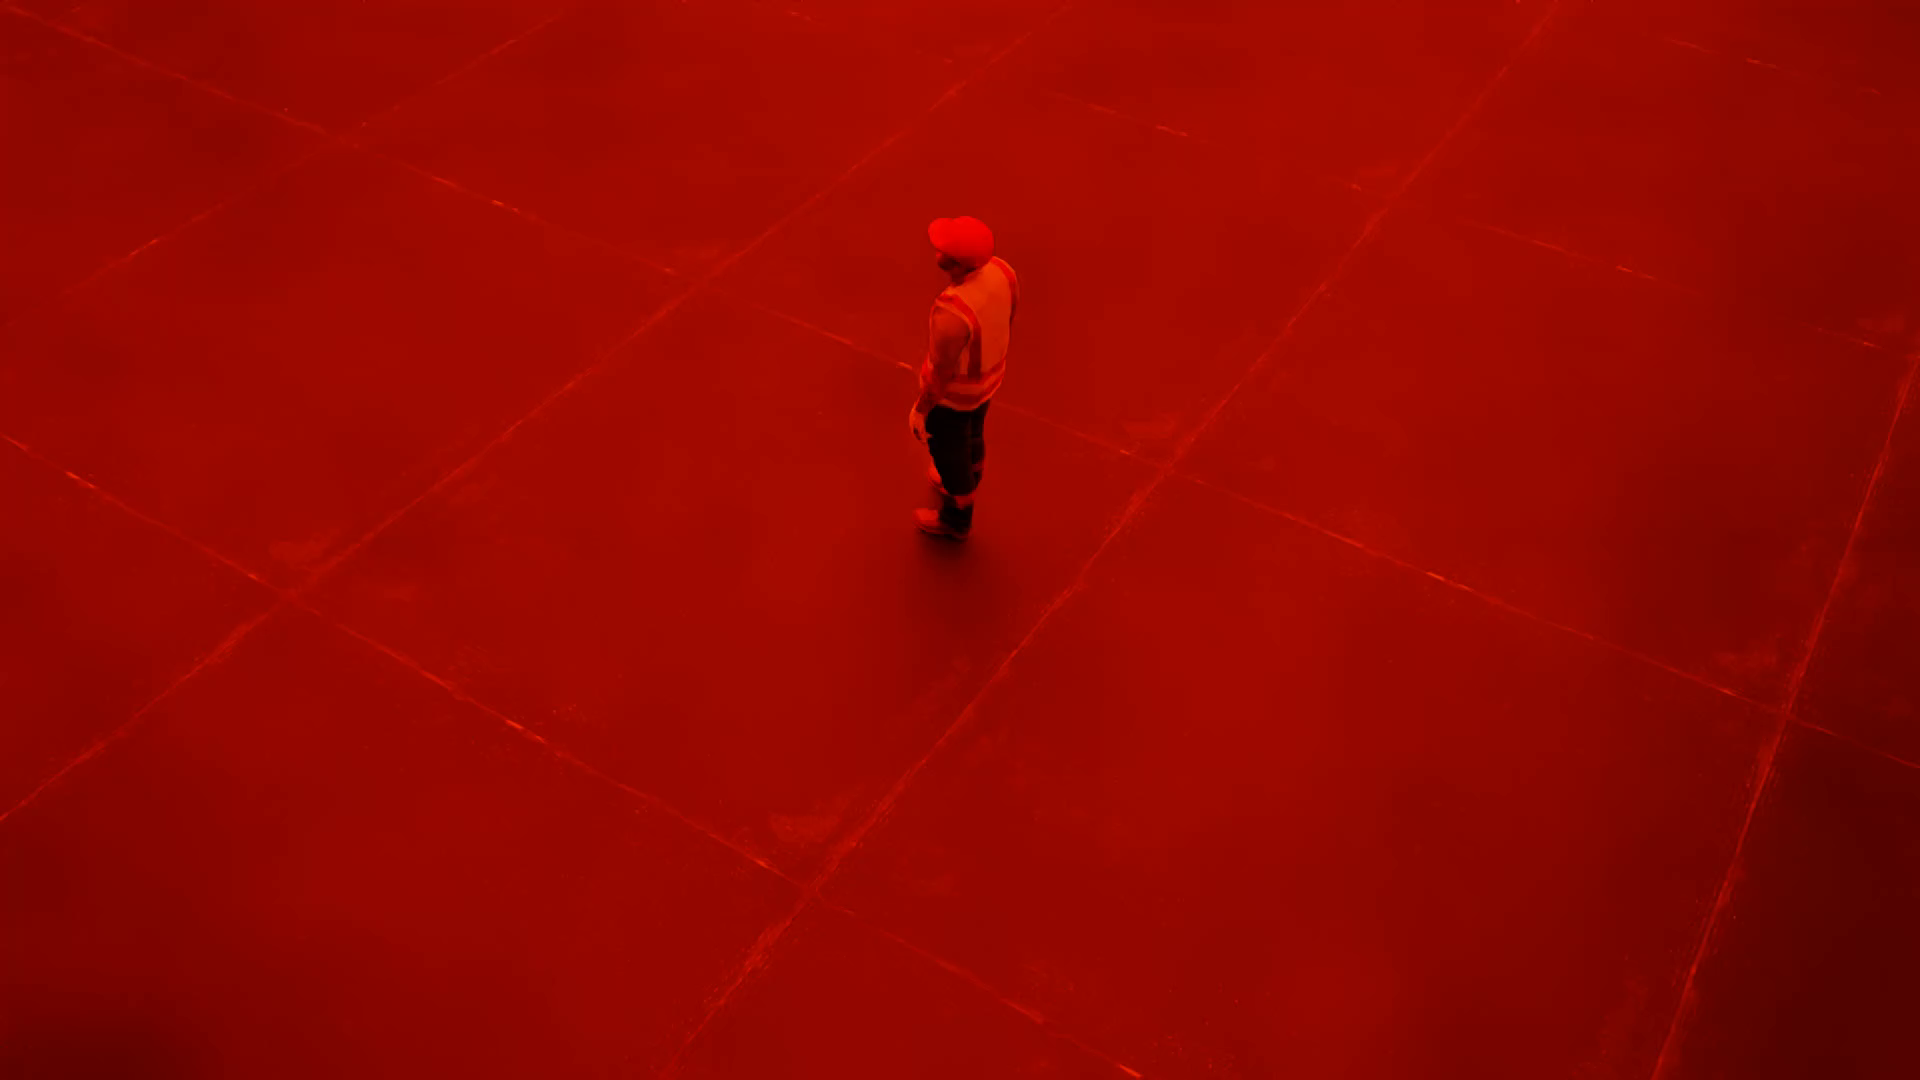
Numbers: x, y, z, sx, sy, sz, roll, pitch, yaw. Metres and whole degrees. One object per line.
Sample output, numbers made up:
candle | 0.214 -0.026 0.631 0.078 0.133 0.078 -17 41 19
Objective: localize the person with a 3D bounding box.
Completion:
person | -0.062 -0.719 7.369 0.563 1.787 0.637 24 48 23
